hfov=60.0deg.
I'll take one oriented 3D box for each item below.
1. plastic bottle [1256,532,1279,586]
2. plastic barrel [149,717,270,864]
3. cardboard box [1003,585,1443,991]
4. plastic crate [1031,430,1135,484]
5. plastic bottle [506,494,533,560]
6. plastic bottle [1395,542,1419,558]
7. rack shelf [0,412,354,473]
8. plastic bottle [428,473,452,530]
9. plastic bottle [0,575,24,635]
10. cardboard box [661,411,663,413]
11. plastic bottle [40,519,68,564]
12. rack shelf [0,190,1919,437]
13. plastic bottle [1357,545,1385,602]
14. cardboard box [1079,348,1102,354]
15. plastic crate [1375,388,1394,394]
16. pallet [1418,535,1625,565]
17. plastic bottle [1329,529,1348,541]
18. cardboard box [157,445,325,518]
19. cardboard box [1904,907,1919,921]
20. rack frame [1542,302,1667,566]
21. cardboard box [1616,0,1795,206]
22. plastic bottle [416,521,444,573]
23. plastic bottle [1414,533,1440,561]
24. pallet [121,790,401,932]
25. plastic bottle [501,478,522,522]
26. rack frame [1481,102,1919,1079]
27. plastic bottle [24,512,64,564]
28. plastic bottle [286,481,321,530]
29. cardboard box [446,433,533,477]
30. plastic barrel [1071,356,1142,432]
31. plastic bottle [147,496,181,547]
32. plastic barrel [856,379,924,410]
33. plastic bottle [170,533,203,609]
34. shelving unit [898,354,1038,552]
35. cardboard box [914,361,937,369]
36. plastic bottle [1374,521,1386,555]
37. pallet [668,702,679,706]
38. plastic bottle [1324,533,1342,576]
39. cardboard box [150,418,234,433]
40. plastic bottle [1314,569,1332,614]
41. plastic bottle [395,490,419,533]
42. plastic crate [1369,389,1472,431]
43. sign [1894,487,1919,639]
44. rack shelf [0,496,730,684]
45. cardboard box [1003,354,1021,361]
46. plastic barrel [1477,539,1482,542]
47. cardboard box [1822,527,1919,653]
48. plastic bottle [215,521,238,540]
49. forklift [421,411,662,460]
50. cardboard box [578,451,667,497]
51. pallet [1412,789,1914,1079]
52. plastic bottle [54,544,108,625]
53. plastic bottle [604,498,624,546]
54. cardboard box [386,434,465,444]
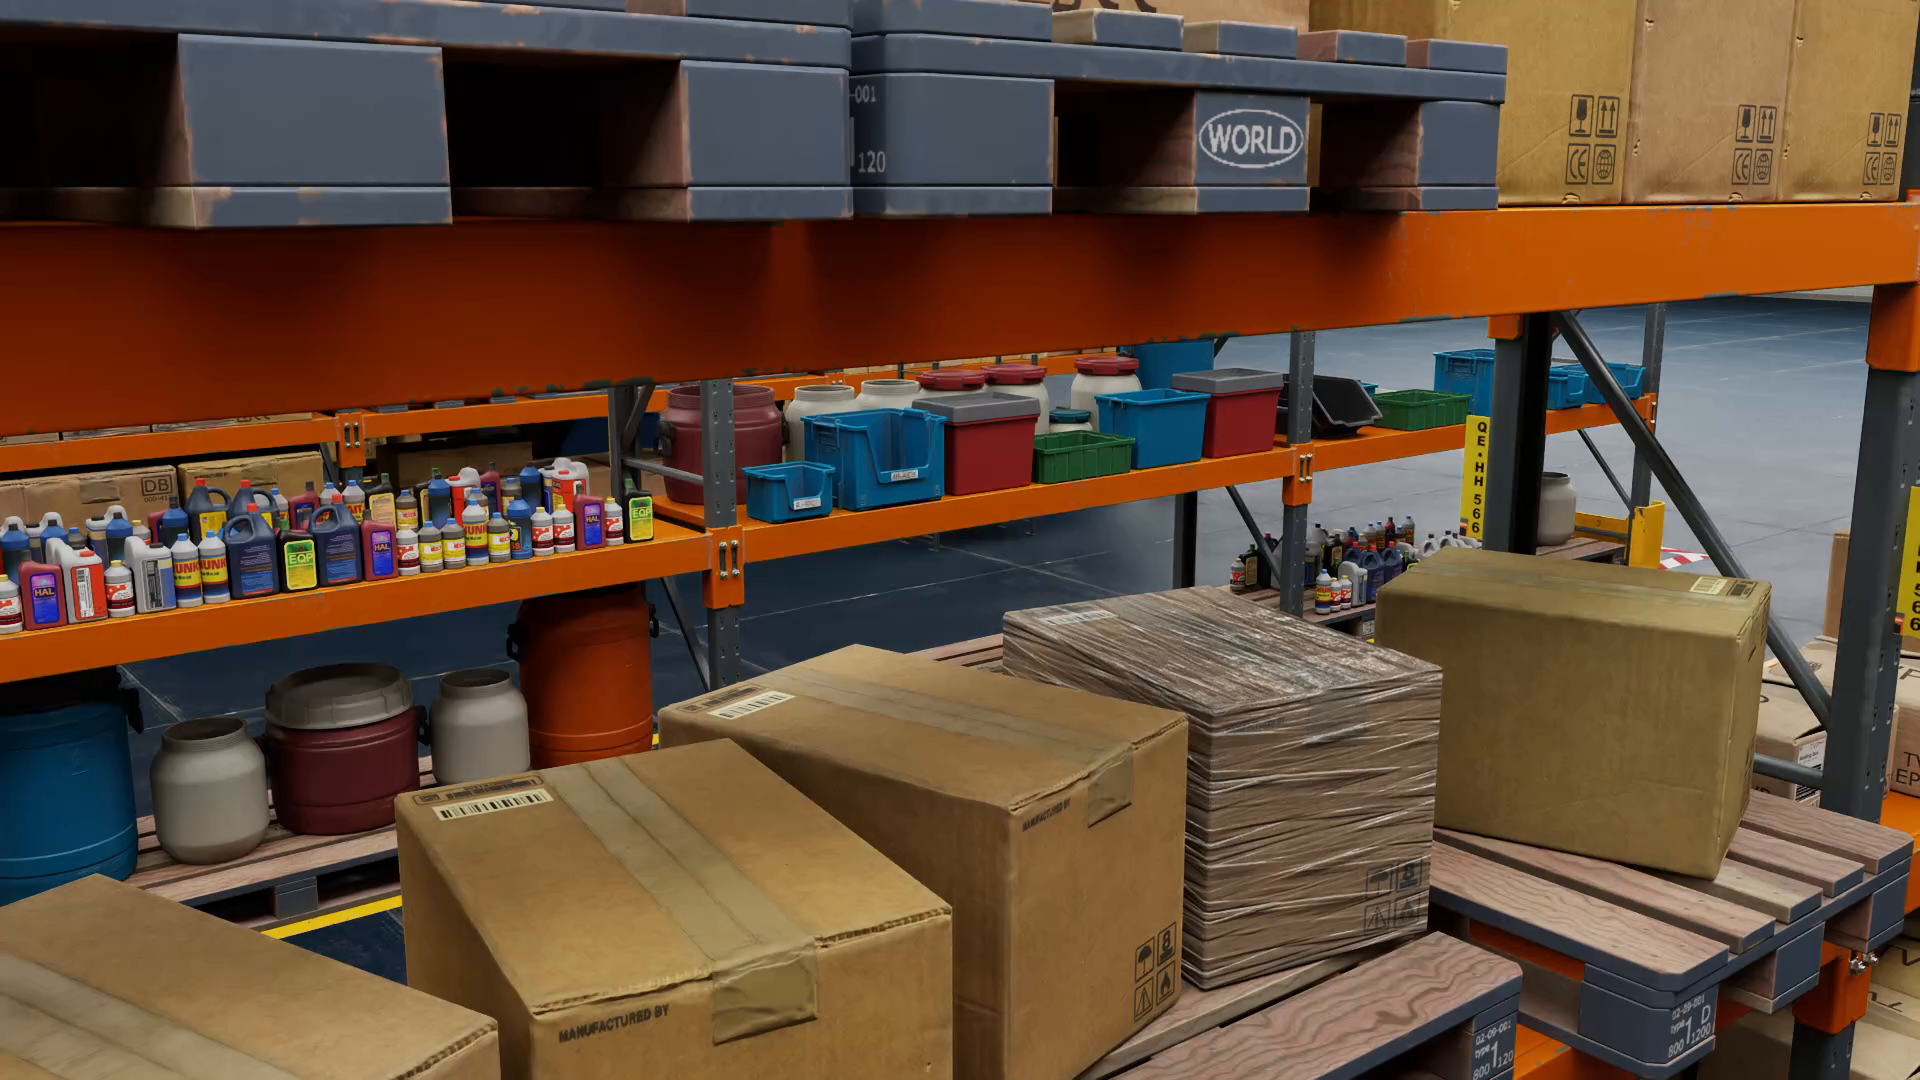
[{"bbox_3d":[2.076,0.120,11.160,0.185,0.351,0.144,-10,16,-39],"label":"plastic bottle"},{"bbox_3d":[-3.009,1.001,6.672,0.421,0.512,0.421,0,12,0],"label":"plastic barrel"},{"bbox_3d":[0.466,0.426,3.149,0.500,0.500,0.700,-6,13,-27],"label":"cardboard box"},{"bbox_3d":[0.569,-0.455,9.059,0.662,0.188,0.450,-9,15,-38],"label":"plastic crate"},{"bbox_3d":[-1.854,-0.059,6.997,0.097,0.271,0.097,0,12,0],"label":"plastic bottle"},{"bbox_3d":[3.010,0.149,11.204,0.135,0.276,0.152,-9,15,-38],"label":"plastic bottle"},{"bbox_3d":[-6.026,-0.503,10.509,4.000,0.370,1.077,-9,15,-38],"label":"rack shelf"},{"bbox_3d":[-2.341,-0.164,7.490,0.097,0.271,0.097,0,12,0],"label":"plastic bottle"},{"bbox_3d":[-3.349,0.223,5.834,0.097,0.201,0.097,0,12,0],"label":"plastic bottle"},{"bbox_3d":[-3.826,-1.688,18.459,0.875,0.875,0.875,-9,15,-37],"label":"cardboard box"},{"bbox_3d":[-3.512,0.055,6.459,0.097,0.271,0.097,0,12,0],"label":"plastic bottle"},{"bbox_3d":[0.159,-0.363,2.628,4.000,0.370,1.077,-9,15,-38],"label":"rack shelf"},{"bbox_3d":[2.642,0.213,10.723,0.185,0.351,0.144,-9,15,-36],"label":"plastic bottle"},{"bbox_3d":[1.125,-1.856,15.754,0.250,0.149,0.380,-9,15,-38],"label":"cardboard box"},{"bbox_3d":[2.863,-0.953,11.530,0.437,0.136,0.530,-9,15,-38],"label":"plastic crate"},{"bbox_3d":[4.209,0.137,12.477,1.213,0.211,1.003,-9,15,-38],"label":"pallet"},{"bbox_3d":[2.607,0.069,11.579,0.135,0.276,0.152,-9,15,-37],"label":"plastic bottle"},{"bbox_3d":[-5.017,-0.194,11.427,0.875,0.875,1.225,-10,16,-40],"label":"cardboard box"},{"bbox_3d":[3.118,1.202,5.004,0.500,0.311,0.500,-10,16,-39],"label":"cardboard box"},{"bbox_3d":[4.876,-1.349,12.762,0.127,3.000,1.000,-9,15,-38],"label":"rack frame"},{"bbox_3d":[1.003,-0.895,3.161,0.500,0.500,0.910,-9,15,-38],"label":"cardboard box"},{"bbox_3d":[-2.158,0.025,6.766,0.097,0.201,0.097,0,12,0],"label":"plastic bottle"},{"bbox_3d":[3.122,0.133,11.098,0.185,0.351,0.144,-10,15,-38],"label":"plastic bottle"},{"bbox_3d":[-2.912,1.319,6.908,1.213,0.211,1.003,-9,15,-38],"label":"pallet"},{"bbox_3d":[-2.094,-0.187,7.767,0.097,0.201,0.097,0,12,0],"label":"plastic bottle"},{"bbox_3d":[1.721,0.493,4.087,0.127,3.000,1.000,-9,15,-38],"label":"rack frame"},{"bbox_3d":[-3.604,0.035,6.543,0.135,0.276,0.152,-9,15,-38],"label":"plastic bottle"},{"bbox_3d":[-2.841,-0.108,7.196,0.133,0.283,0.061,-9,15,-38],"label":"plastic bottle"},{"bbox_3d":[-3.552,-0.636,12.556,0.500,0.250,0.500,-7,14,-31],"label":"cardboard box"},{"bbox_3d":[0.869,-0.808,9.886,0.433,0.535,0.433,0,12,0],"label":"plastic barrel"},{"bbox_3d":[-3.271,-0.037,6.860,0.133,0.283,0.061,-9,15,-38],"label":"plastic bottle"},{"bbox_3d":[-0.372,-0.589,8.911,0.421,0.512,0.421,0,12,0],"label":"plastic barrel"},{"bbox_3d":[-2.883,0.112,6.191,0.097,0.271,0.097,0,12,0],"label":"plastic bottle"},{"bbox_3d":[0.067,-0.745,13.525,1.048,1.500,0.538,-9,15,-38],"label":"shelving unit"},{"bbox_3d":[-0.415,-1.591,14.505,0.250,0.149,0.380,-9,15,-38],"label":"cardboard box"},{"bbox_3d":[2.998,-0.001,11.920,0.097,0.271,0.097,0,12,0],"label":"plastic bottle"},{"bbox_3d":[-0.741,0.959,8.606,1.213,0.211,1.003,-9,15,-38],"label":"pallet"},{"bbox_3d":[2.562,0.099,11.419,0.133,0.283,0.061,-9,15,-38],"label":"plastic bottle"},{"bbox_3d":[-5.088,-0.996,10.855,0.500,0.500,0.500,-10,15,-38],"label":"cardboard box"},{"bbox_3d":[2.276,0.319,10.415,0.097,0.271,0.097,0,12,0],"label":"plastic bottle"},{"bbox_3d":[-2.484,-0.122,7.462,0.097,0.201,0.097,0,12,0],"label":"plastic bottle"},{"bbox_3d":[2.989,-0.857,10.953,0.662,0.188,0.450,-9,15,-38],"label":"plastic crate"},{"bbox_3d":[2.067,0.052,3.566,0.005,0.325,0.100,-9,15,-38],"label":"sign"},{"bbox_3d":[-2.932,0.300,6.725,4.000,0.370,1.077,-9,15,-38],"label":"rack shelf"},{"bbox_3d":[0.344,-1.726,15.142,0.250,0.149,0.380,-9,15,-38],"label":"cardboard box"},{"bbox_3d":[4.019,-0.175,12.210,0.421,0.512,0.421,0,12,0],"label":"plastic barrel"},{"bbox_3d":[3.021,0.223,5.115,0.500,0.500,0.500,-11,16,-41],"label":"cardboard box"},{"bbox_3d":[-2.821,0.063,6.420,0.097,0.271,0.097,0,12,0],"label":"plastic bottle"},{"bbox_3d":[-4.054,-1.547,13.855,3.031,2.935,1.130,-10,15,-39],"label":"forklift"},{"bbox_3d":[-2.655,-0.418,13.336,0.500,0.500,0.700,-11,16,-42],"label":"cardboard box"},{"bbox_3d":[1.235,0.686,3.639,1.003,0.211,1.213,-9,15,-38],"label":"pallet"},{"bbox_3d":[-3.172,0.150,5.999,0.135,0.276,0.152,-9,15,-38],"label":"plastic bottle"},{"bbox_3d":[-1.521,-0.080,7.264,0.097,0.201,0.097,0,12,0],"label":"plastic bottle"},{"bbox_3d":[-5.545,-1.336,17.106,0.750,0.750,1.050,-9,15,-38],"label":"cardboard box"}]
